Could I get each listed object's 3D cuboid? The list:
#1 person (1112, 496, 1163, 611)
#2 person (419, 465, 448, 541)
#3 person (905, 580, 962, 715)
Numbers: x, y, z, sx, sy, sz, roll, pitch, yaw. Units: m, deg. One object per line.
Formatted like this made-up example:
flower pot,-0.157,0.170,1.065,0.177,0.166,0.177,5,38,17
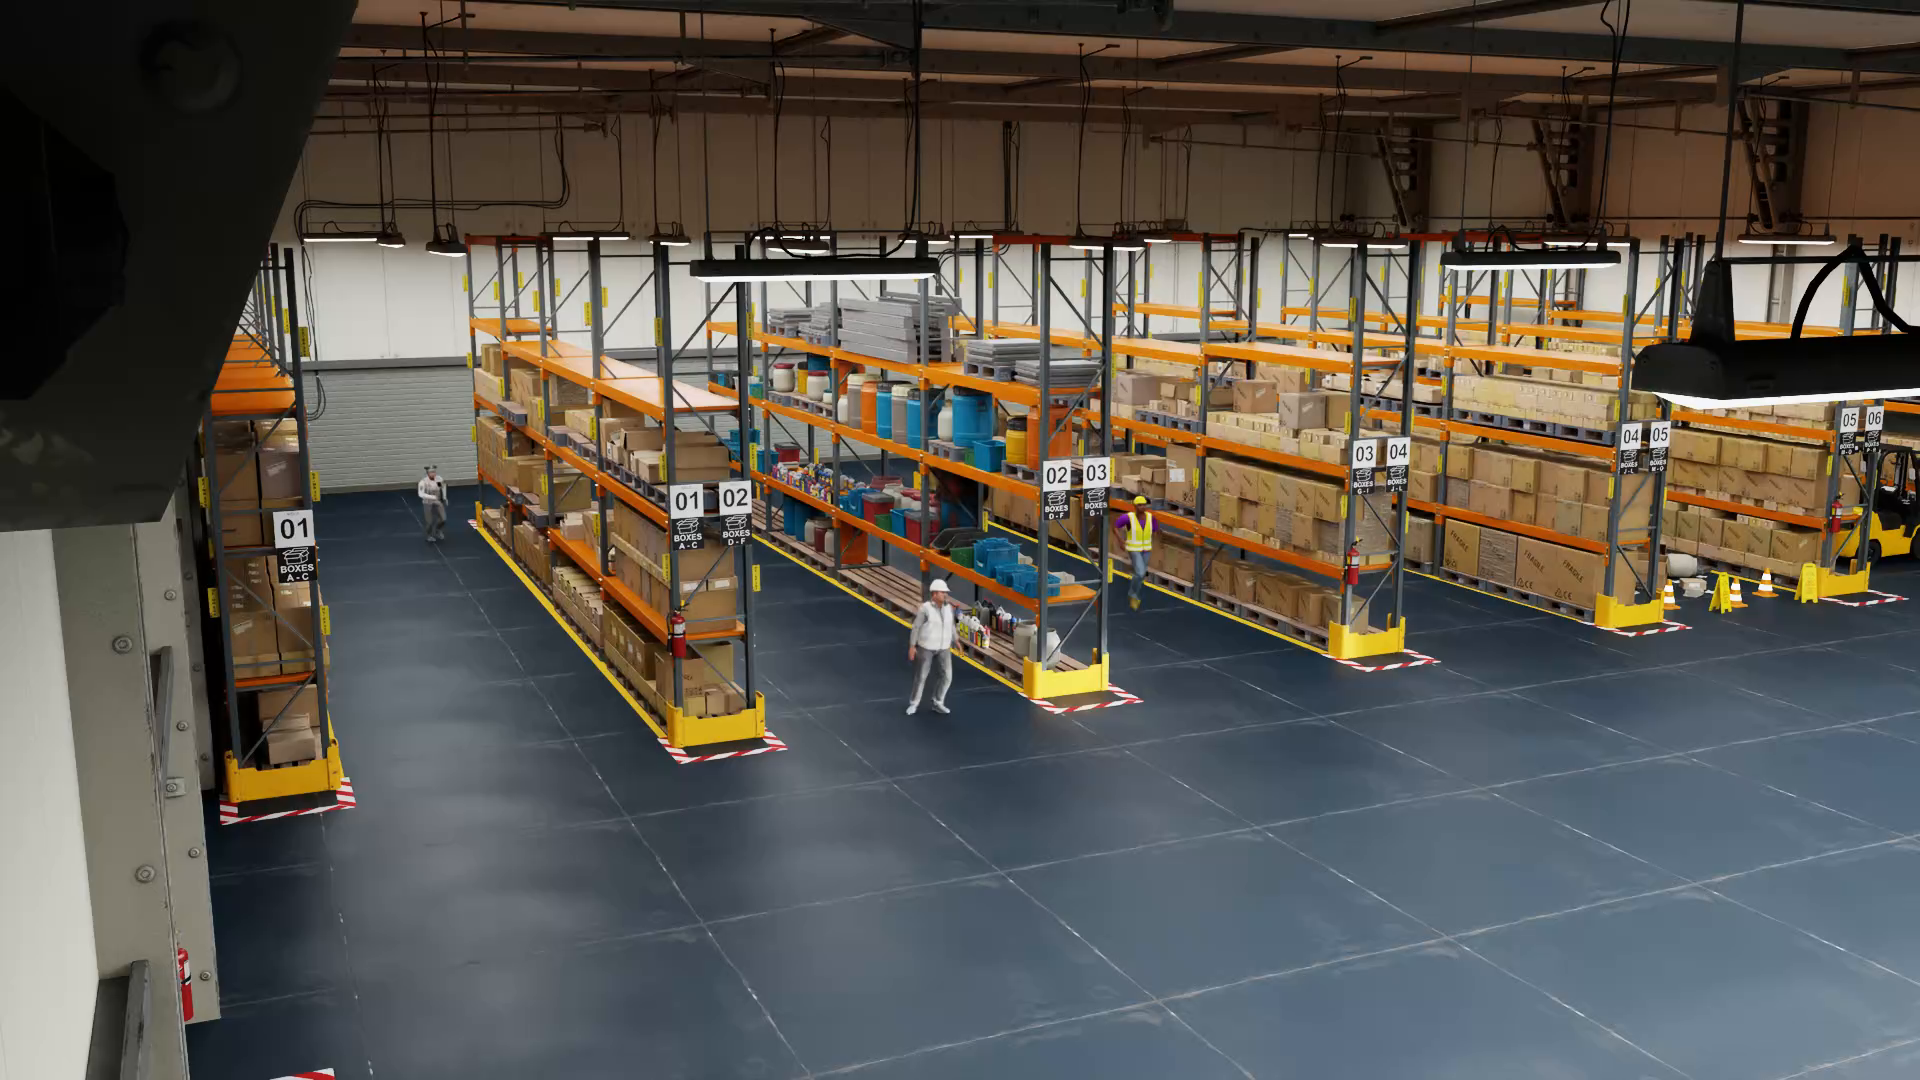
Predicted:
person,2.836,0.207,26.066,0.686,1.812,0.690,-5,12,-25
person,-10.356,-0.721,32.709,0.606,1.575,0.799,-7,13,-32
person,-0.367,1.385,21.489,0.731,1.752,0.455,-7,13,-31
